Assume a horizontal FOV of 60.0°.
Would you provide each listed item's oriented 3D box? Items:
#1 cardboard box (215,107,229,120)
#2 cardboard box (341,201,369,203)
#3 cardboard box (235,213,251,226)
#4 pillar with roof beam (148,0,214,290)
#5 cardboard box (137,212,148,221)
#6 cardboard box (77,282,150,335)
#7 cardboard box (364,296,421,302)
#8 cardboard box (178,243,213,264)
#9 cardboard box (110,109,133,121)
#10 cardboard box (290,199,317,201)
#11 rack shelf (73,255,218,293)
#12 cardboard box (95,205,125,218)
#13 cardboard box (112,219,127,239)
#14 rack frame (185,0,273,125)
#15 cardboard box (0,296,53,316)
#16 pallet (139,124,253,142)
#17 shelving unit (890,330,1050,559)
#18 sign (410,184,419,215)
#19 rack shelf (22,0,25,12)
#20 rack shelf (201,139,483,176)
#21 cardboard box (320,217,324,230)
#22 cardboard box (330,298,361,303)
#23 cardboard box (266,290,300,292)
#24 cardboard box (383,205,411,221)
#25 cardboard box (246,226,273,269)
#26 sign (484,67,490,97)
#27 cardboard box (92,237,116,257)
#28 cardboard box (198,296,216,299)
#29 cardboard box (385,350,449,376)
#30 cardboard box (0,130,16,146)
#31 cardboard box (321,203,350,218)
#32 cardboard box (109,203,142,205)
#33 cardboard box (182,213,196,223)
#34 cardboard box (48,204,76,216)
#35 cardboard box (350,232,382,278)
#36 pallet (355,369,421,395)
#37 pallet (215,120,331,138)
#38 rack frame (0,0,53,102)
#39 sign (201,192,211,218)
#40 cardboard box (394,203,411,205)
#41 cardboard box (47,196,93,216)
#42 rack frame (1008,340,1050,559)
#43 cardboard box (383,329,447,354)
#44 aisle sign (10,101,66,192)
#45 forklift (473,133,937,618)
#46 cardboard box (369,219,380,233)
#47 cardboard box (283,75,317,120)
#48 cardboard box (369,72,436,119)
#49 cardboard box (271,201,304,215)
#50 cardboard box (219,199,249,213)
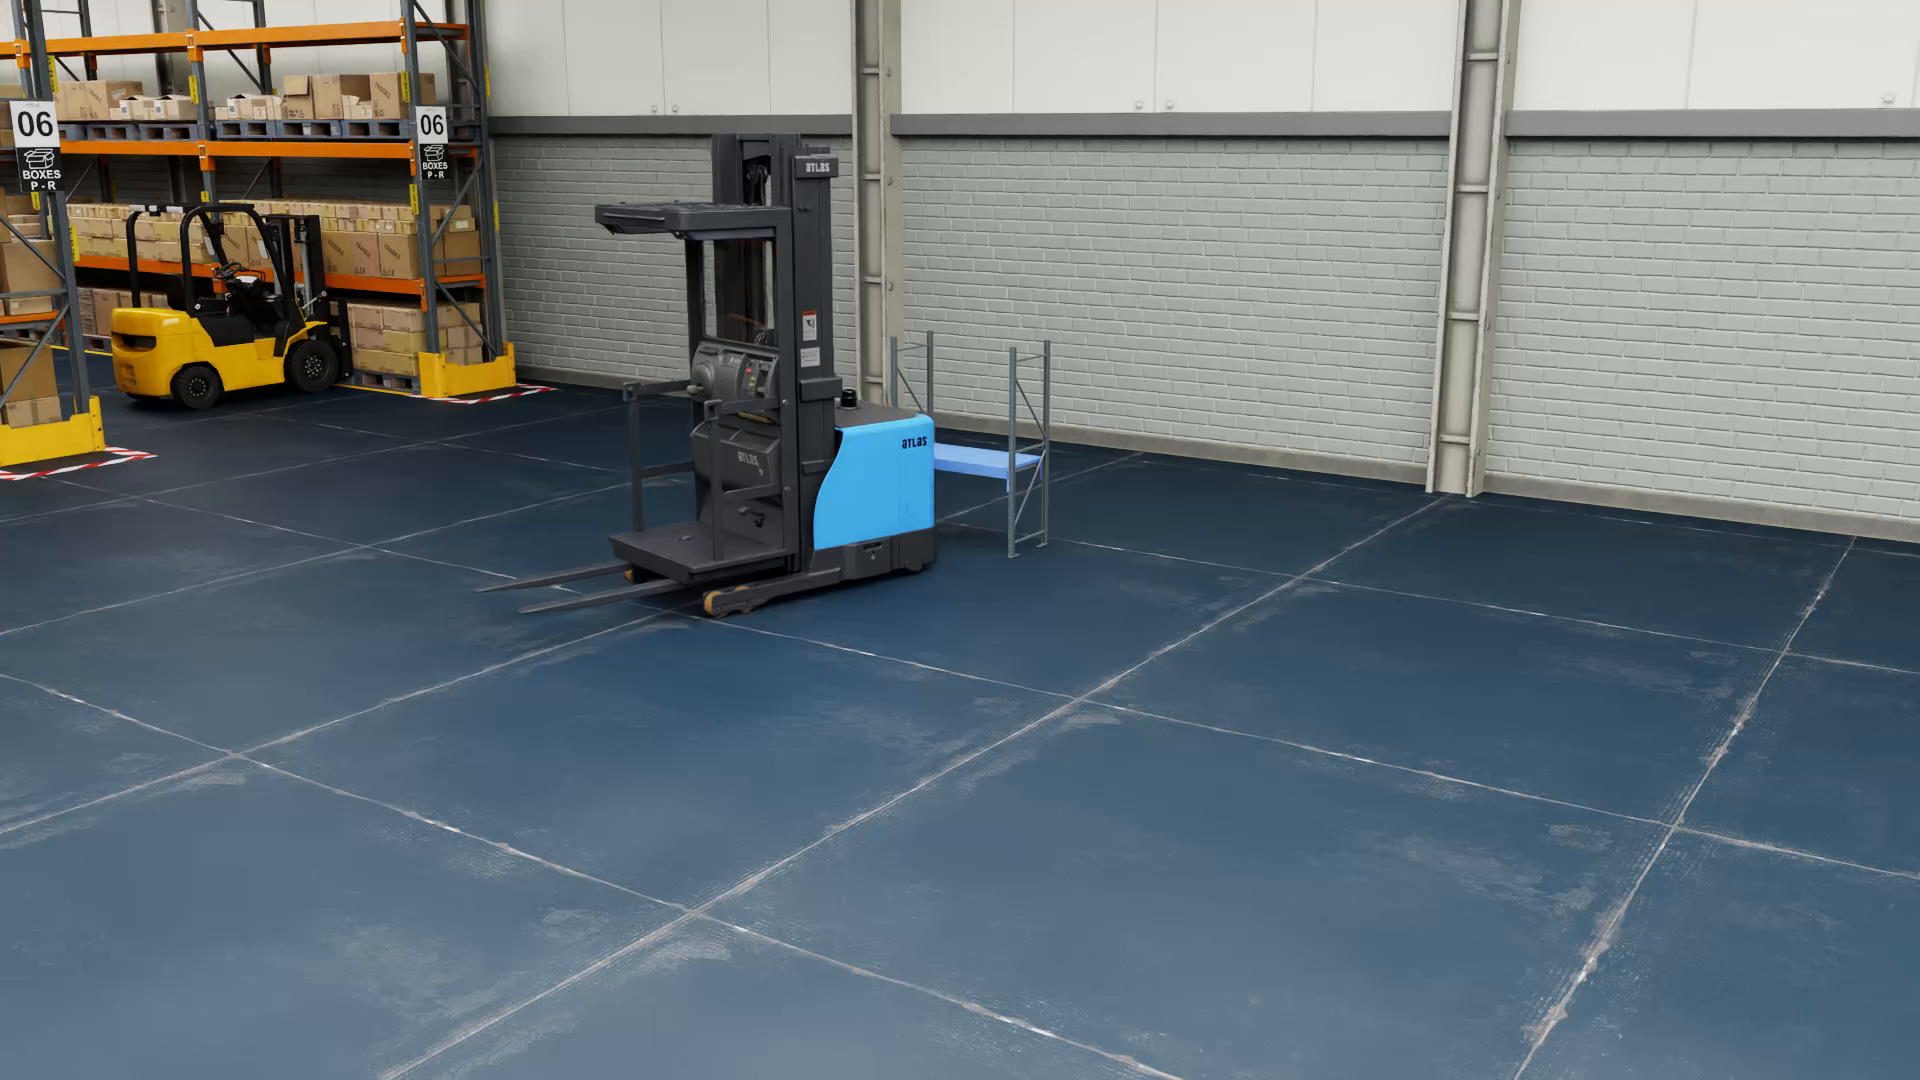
[{"bbox_3d":[-8.844,-5.203,20.299,0.250,0.149,0.380,10,17,34],"label":"cardboard box"},{"bbox_3d":[-7.376,-4.045,20.242,0.250,0.149,0.380,10,17,34],"label":"cardboard box"},{"bbox_3d":[-8.713,-3.971,20.566,0.250,0.149,0.380,10,17,34],"label":"cardboard box"},{"bbox_3d":[-13.183,-6.333,19.178,0.400,9.000,9.100,9,17,33],"label":"pillar with roof beam"},{"bbox_3d":[-10.531,-4.268,21.764,0.250,0.149,0.380,9,17,33],"label":"cardboard box"},{"bbox_3d":[-11.856,-3.239,23.233,0.625,0.625,0.875,10,17,35],"label":"cardboard box"},{"bbox_3d":[-6.846,-2.793,20.133,0.500,0.250,0.500,9,17,32],"label":"cardboard box"},{"bbox_3d":[-9.611,-3.680,21.260,0.500,0.250,0.500,10,17,34],"label":"cardboard box"},{"bbox_3d":[-10.768,-5.514,21.556,0.250,0.149,0.380,9,16,32],"label":"cardboard box"},{"bbox_3d":[-8.201,-4.188,20.822,0.250,0.149,0.380,9,17,32],"label":"cardboard box"},{"bbox_3d":[-10.706,-3.657,22.350,4.000,0.370,1.077,9,17,33],"label":"rack shelf"},{"bbox_3d":[-11.366,-4.411,22.341,0.250,0.149,0.380,9,17,33],"label":"cardboard box"},{"bbox_3d":[-10.857,-4.131,22.041,0.500,0.250,0.500,9,17,34],"label":"cardboard box"},{"bbox_3d":[-9.046,-6.650,20.459,0.127,3.000,1.000,9,17,33],"label":"rack frame"},{"bbox_3d":[-8.661,-2.176,15.394,0.250,0.149,0.380,9,17,33],"label":"cardboard box"},{"bbox_3d":[-9.785,-5.217,21.310,1.217,0.209,0.805,8,16,31],"label":"pallet"},{"bbox_3d":[0.071,-0.717,12.097,1.048,1.500,0.538,9,17,33],"label":"shelving unit"},{"bbox_3d":[-6.042,-3.772,18.416,0.005,0.325,0.100,9,17,33],"label":"sign"},{"bbox_3d":[-10.154,-5.041,15.462,4.000,0.370,1.077,9,17,33],"label":"rack shelf"},{"bbox_3d":[-7.387,-4.576,19.822,4.000,0.370,1.077,9,17,33],"label":"rack shelf"},{"bbox_3d":[-7.406,-3.774,19.768,0.250,0.149,0.380,9,17,32],"label":"cardboard box"},{"bbox_3d":[-7.551,-2.758,19.989,0.500,0.250,0.500,9,16,32],"label":"cardboard box"},{"bbox_3d":[-8.530,-3.065,21.229,0.500,0.250,0.500,10,17,34],"label":"cardboard box"},{"bbox_3d":[-6.364,-3.742,19.020,0.250,0.149,0.380,9,17,33],"label":"cardboard box"},{"bbox_3d":[-8.382,-3.608,20.448,0.500,0.500,0.500,10,17,34],"label":"cardboard box"},{"bbox_3d":[-5.413,-5.230,18.981,0.005,0.325,0.100,9,17,33],"label":"sign"},{"bbox_3d":[-11.288,-3.957,22.378,0.500,0.250,0.500,9,16,31],"label":"cardboard box"},{"bbox_3d":[-9.486,-2.857,21.688,0.625,0.625,0.875,10,17,35],"label":"cardboard box"},{"bbox_3d":[-6.293,-2.070,19.293,0.500,0.250,0.500,9,17,33],"label":"cardboard box"},{"bbox_3d":[-8.588,-3.654,15.124,0.250,0.149,0.380,9,17,33],"label":"cardboard box"},{"bbox_3d":[-7.257,-3.866,19.522,0.250,0.149,0.380,10,17,34],"label":"cardboard box"},{"bbox_3d":[-11.522,-4.575,23.002,0.250,0.149,0.380,9,17,33],"label":"cardboard box"},{"bbox_3d":[-9.678,-4.134,21.221,0.250,0.149,0.380,9,16,32],"label":"cardboard box"},{"bbox_3d":[-12.265,-4.536,22.847,0.250,0.149,0.380,10,17,34],"label":"cardboard box"},{"bbox_3d":[-6.708,-3.335,19.344,0.500,0.500,0.500,10,17,35],"label":"cardboard box"},{"bbox_3d":[-6.385,-1.942,19.728,1.213,0.211,1.003,9,17,33],"label":"pallet"},{"bbox_3d":[-8.324,-5.041,20.389,1.213,0.211,1.003,9,17,33],"label":"pallet"},{"bbox_3d":[-8.494,-5.123,14.292,0.127,3.000,1.000,9,17,33],"label":"rack frame"},{"bbox_3d":[-9.341,-4.152,20.608,0.005,0.325,0.100,9,17,33],"label":"sign"},{"bbox_3d":[-6.509,-3.907,19.688,0.250,0.149,0.380,9,17,33],"label":"cardboard box"},{"bbox_3d":[-12.705,-4.627,23.689,0.500,0.500,0.500,10,17,35],"label":"cardboard box"},{"bbox_3d":[0.493,-0.648,11.821,0.032,1.500,0.500,9,17,33],"label":"rack frame"},{"bbox_3d":[-6.306,-2.316,19.244,0.500,0.250,0.500,9,16,32],"label":"cardboard box"},{"bbox_3d":[-8.270,-3.526,14.916,0.004,0.787,0.394,9,17,33],"label":"aisle sign"},{"bbox_3d":[-1.614,-1.079,10.584,3.031,2.935,1.130,-11,18,-39],"label":"forklift"},{"bbox_3d":[-6.581,-3.631,19.189,0.250,0.149,0.380,10,17,34],"label":"cardboard box"},{"bbox_3d":[-7.489,-5.214,19.604,0.637,0.503,0.797,10,17,35],"label":"cardboard box"},{"bbox_3d":[-6.231,-4.969,18.621,0.500,0.500,0.500,10,17,35],"label":"cardboard box"},{"bbox_3d":[-8.077,-4.010,20.101,0.250,0.149,0.380,9,16,32],"label":"cardboard box"},{"bbox_3d":[-8.947,-4.144,20.642,0.250,0.149,0.380,10,17,34],"label":"cardboard box"}]
